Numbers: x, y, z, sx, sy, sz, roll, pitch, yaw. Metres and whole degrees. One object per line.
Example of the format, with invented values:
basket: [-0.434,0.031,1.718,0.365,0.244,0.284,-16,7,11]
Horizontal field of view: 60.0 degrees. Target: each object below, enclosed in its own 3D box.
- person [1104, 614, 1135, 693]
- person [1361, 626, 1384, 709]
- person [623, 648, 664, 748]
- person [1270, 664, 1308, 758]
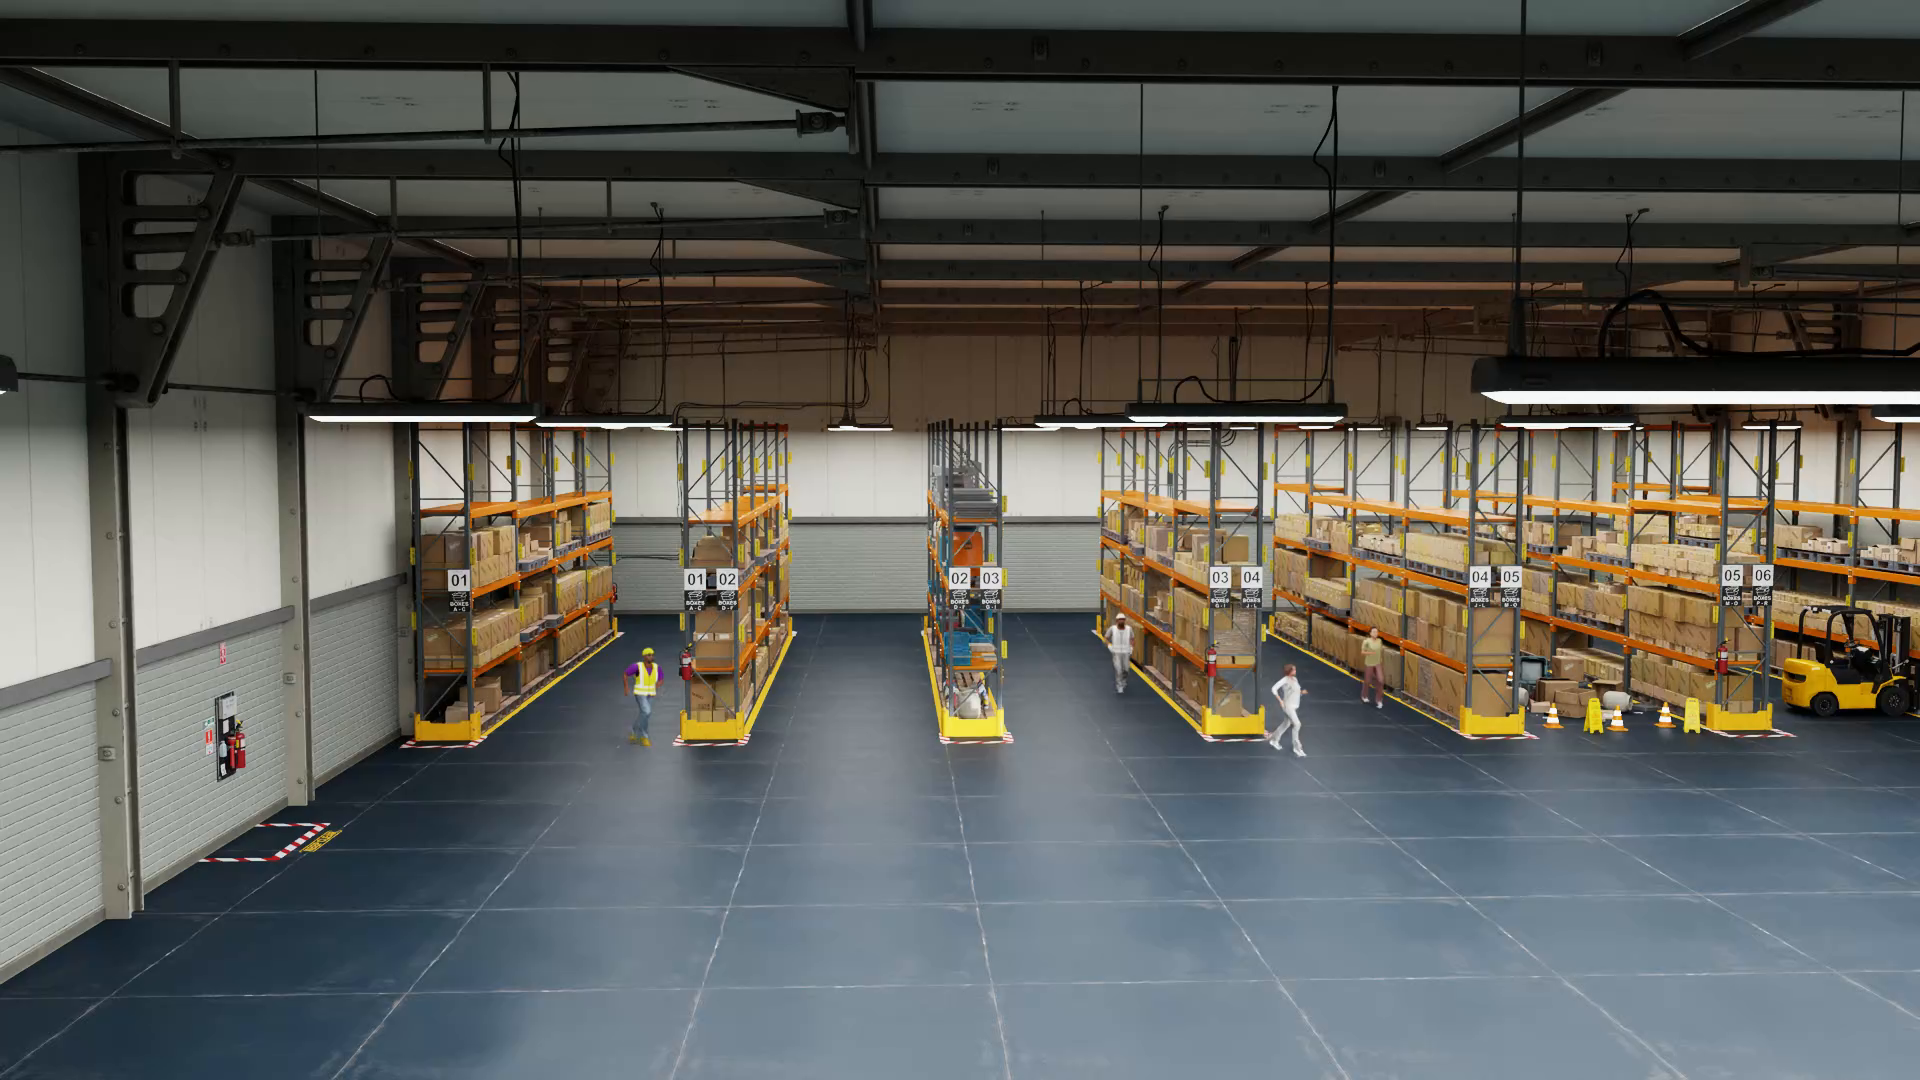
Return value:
person: [3.536,2.490,36.806,0.694,1.747,0.651,0,4,-3]
person: [8.651,2.650,34.915,0.524,1.713,0.804,0,4,-5]
person: [-5.766,2.876,30.636,0.715,1.759,0.815,-3,5,-41]
person: [5.849,3.013,29.621,0.758,1.635,0.514,3,4,35]
